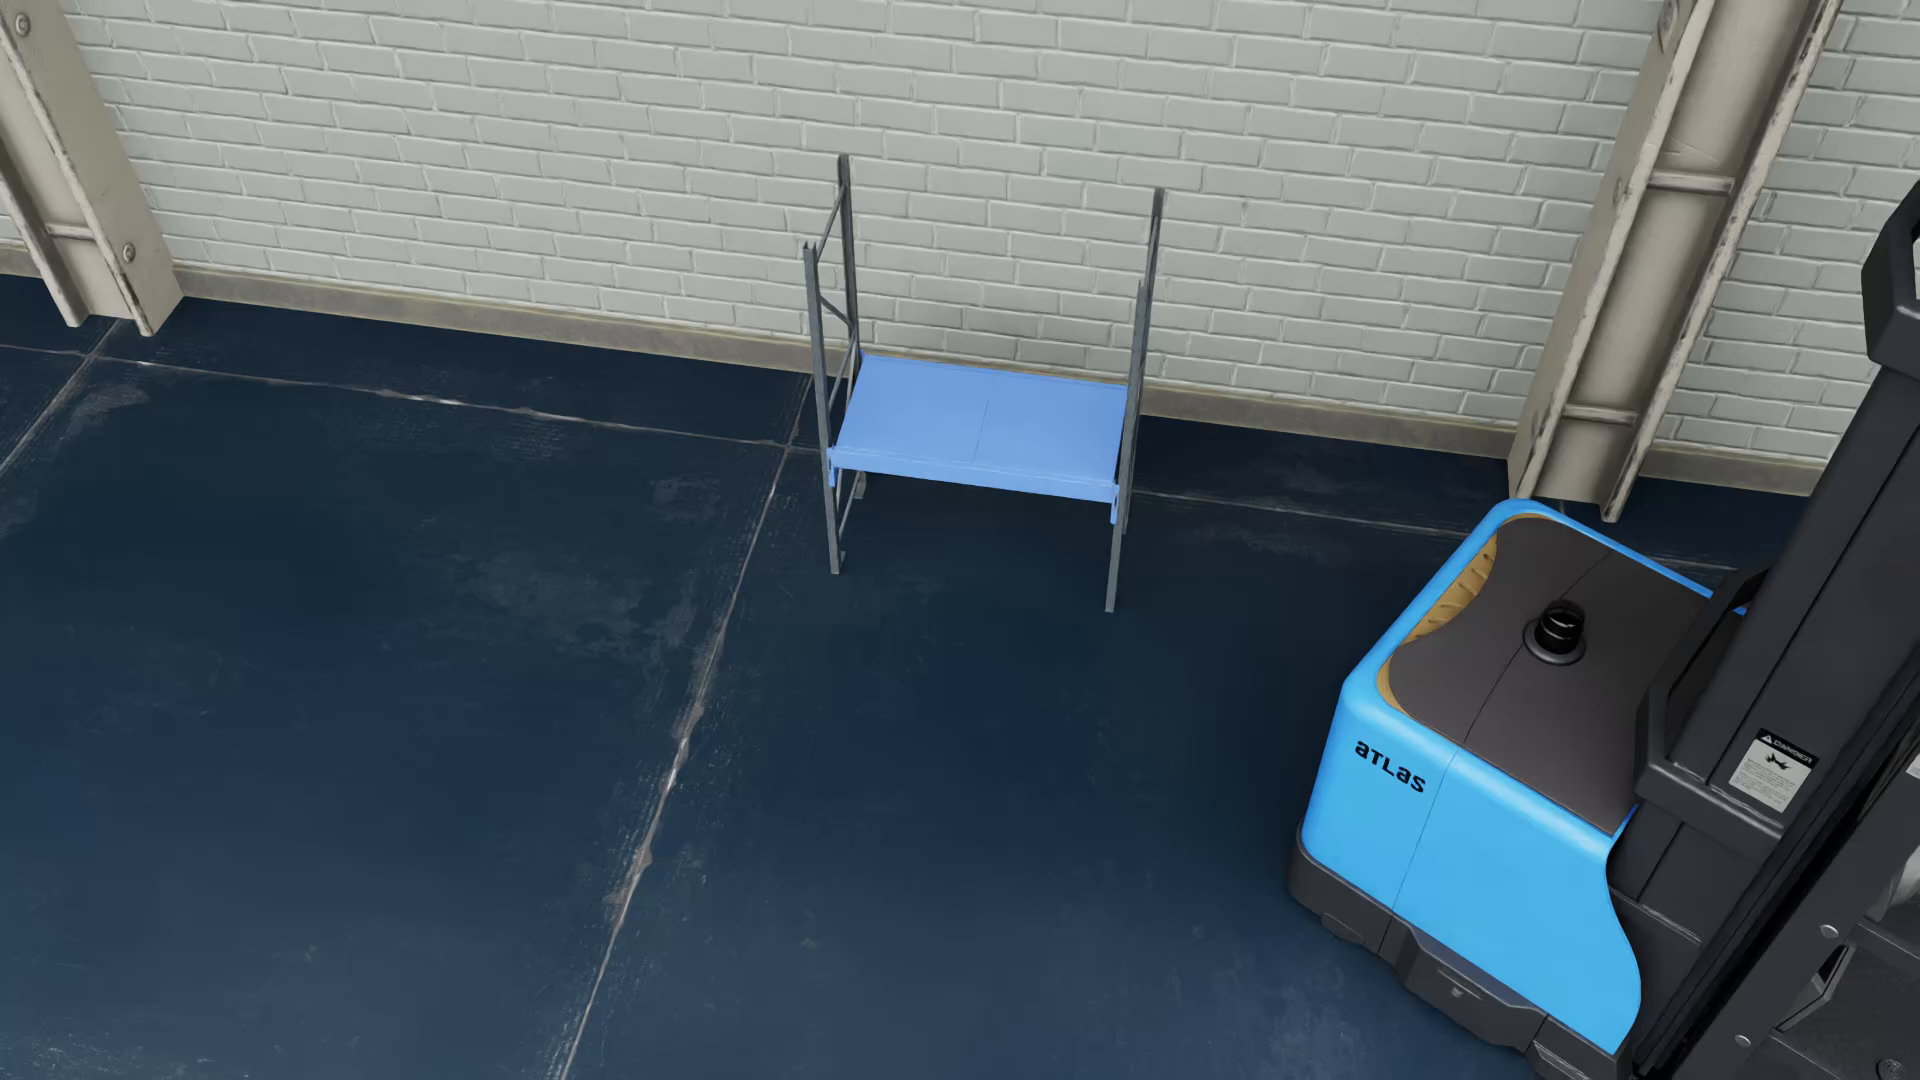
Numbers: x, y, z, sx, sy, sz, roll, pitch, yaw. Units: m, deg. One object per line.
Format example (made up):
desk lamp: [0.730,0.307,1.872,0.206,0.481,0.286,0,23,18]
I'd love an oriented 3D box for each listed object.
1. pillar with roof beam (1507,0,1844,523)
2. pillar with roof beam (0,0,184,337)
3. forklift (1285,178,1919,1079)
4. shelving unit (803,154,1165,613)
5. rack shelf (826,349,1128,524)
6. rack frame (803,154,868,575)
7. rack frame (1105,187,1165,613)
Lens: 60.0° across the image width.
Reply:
pillar with roof beam: [1.561,-0.060,0.254,0.400,9.000,9.100,8,49,7]
pillar with roof beam: [-4.343,-0.854,0.967,0.400,9.000,9.100,8,49,7]
forklift: [2.467,0.569,3.768,3.031,2.935,1.130,32,56,26]
shelving unit: [0.084,-0.490,5.682,1.048,1.500,0.538,8,49,7]
rack shelf: [0.084,-0.370,5.816,1.000,0.185,0.538,8,49,7]
rack frame: [-0.416,-0.557,5.742,0.032,1.500,0.500,8,49,7]
rack frame: [0.584,-0.423,5.622,0.032,1.500,0.500,8,49,7]
